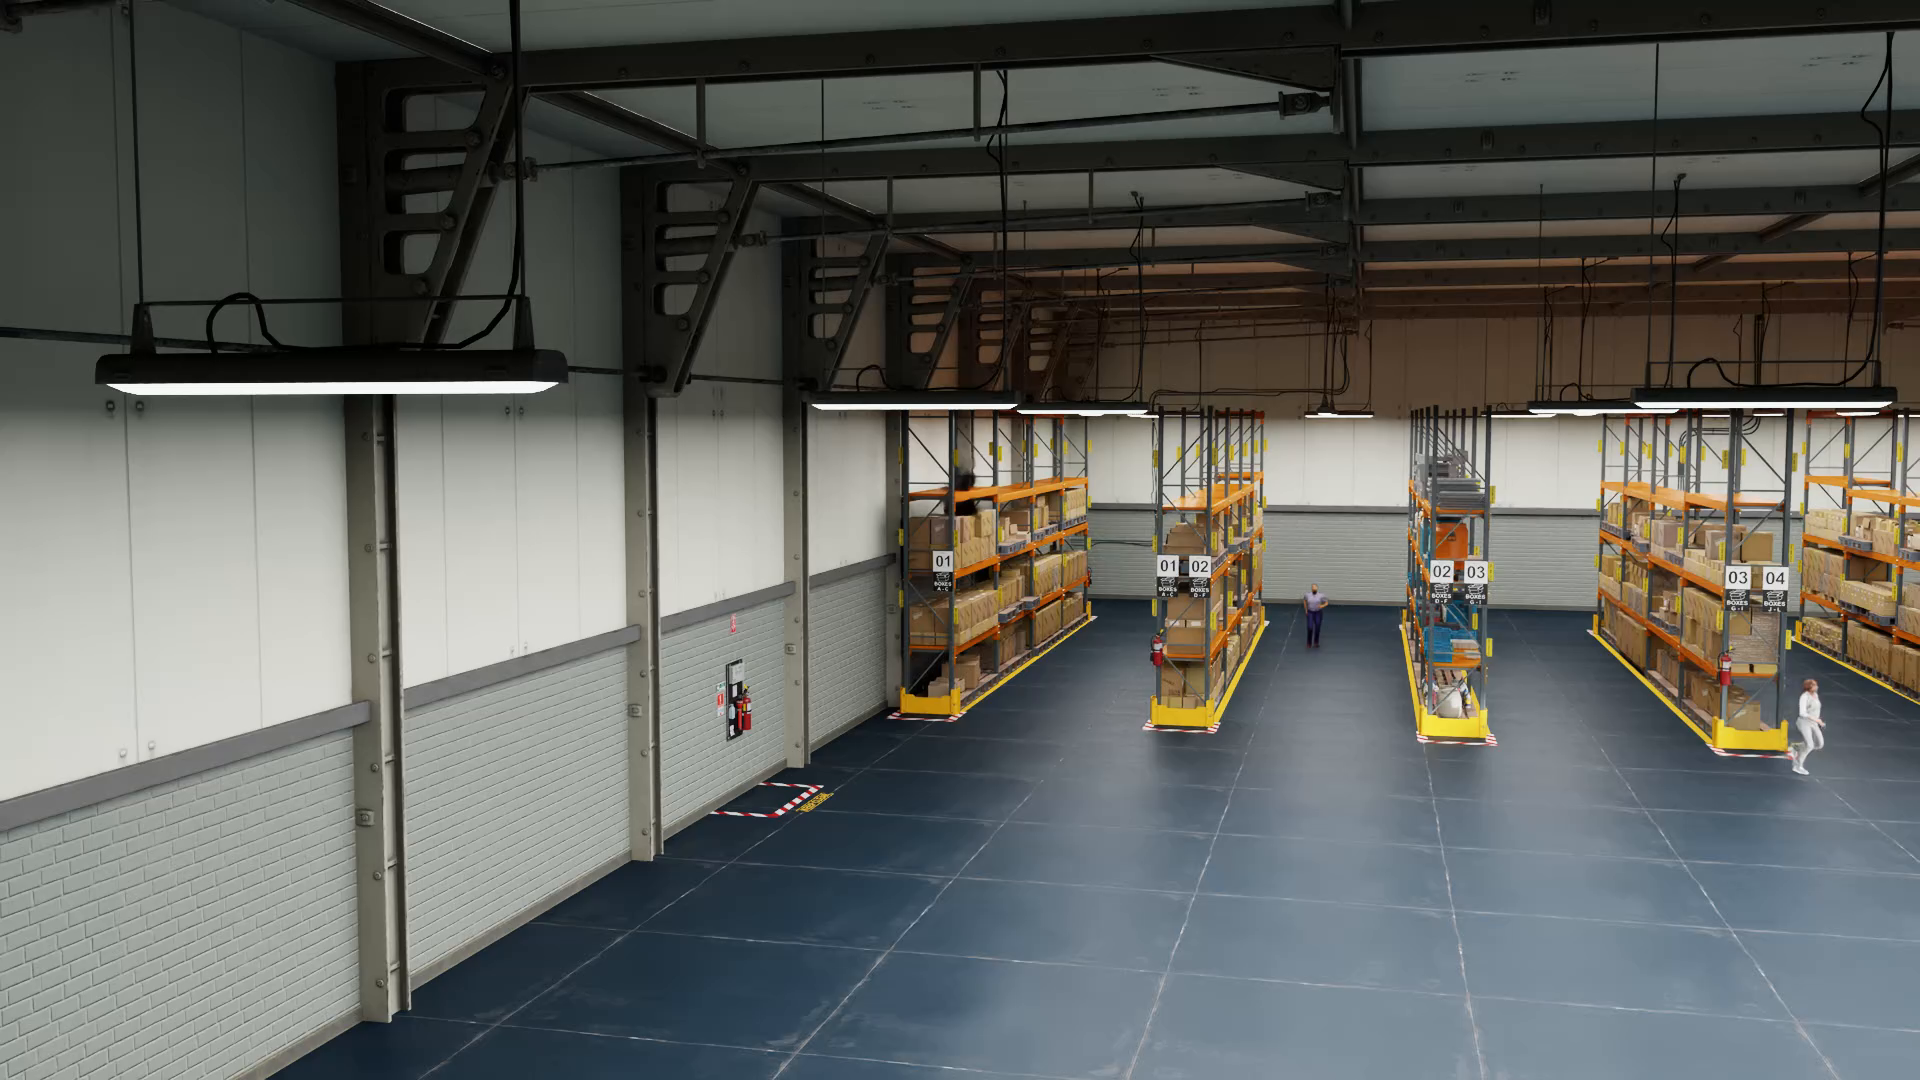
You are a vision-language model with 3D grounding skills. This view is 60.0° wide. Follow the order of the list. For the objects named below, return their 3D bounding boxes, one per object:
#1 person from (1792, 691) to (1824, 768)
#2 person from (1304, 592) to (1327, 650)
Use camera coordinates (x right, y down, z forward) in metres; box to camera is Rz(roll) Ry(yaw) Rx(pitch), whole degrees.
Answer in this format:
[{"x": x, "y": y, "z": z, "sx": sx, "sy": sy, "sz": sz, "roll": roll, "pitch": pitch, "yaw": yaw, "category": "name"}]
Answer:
[{"x": 13.759, "y": 3.080, "z": 27.024, "sx": 0.346, "sy": 1.268, "sz": 0.472, "roll": -3, "pitch": 5, "yaw": -36, "category": "person"}, {"x": 8.915, "y": 2.024, "z": 41.733, "sx": 0.593, "sy": 1.533, "sz": 0.637, "roll": 1, "pitch": 4, "yaw": 14, "category": "person"}]
